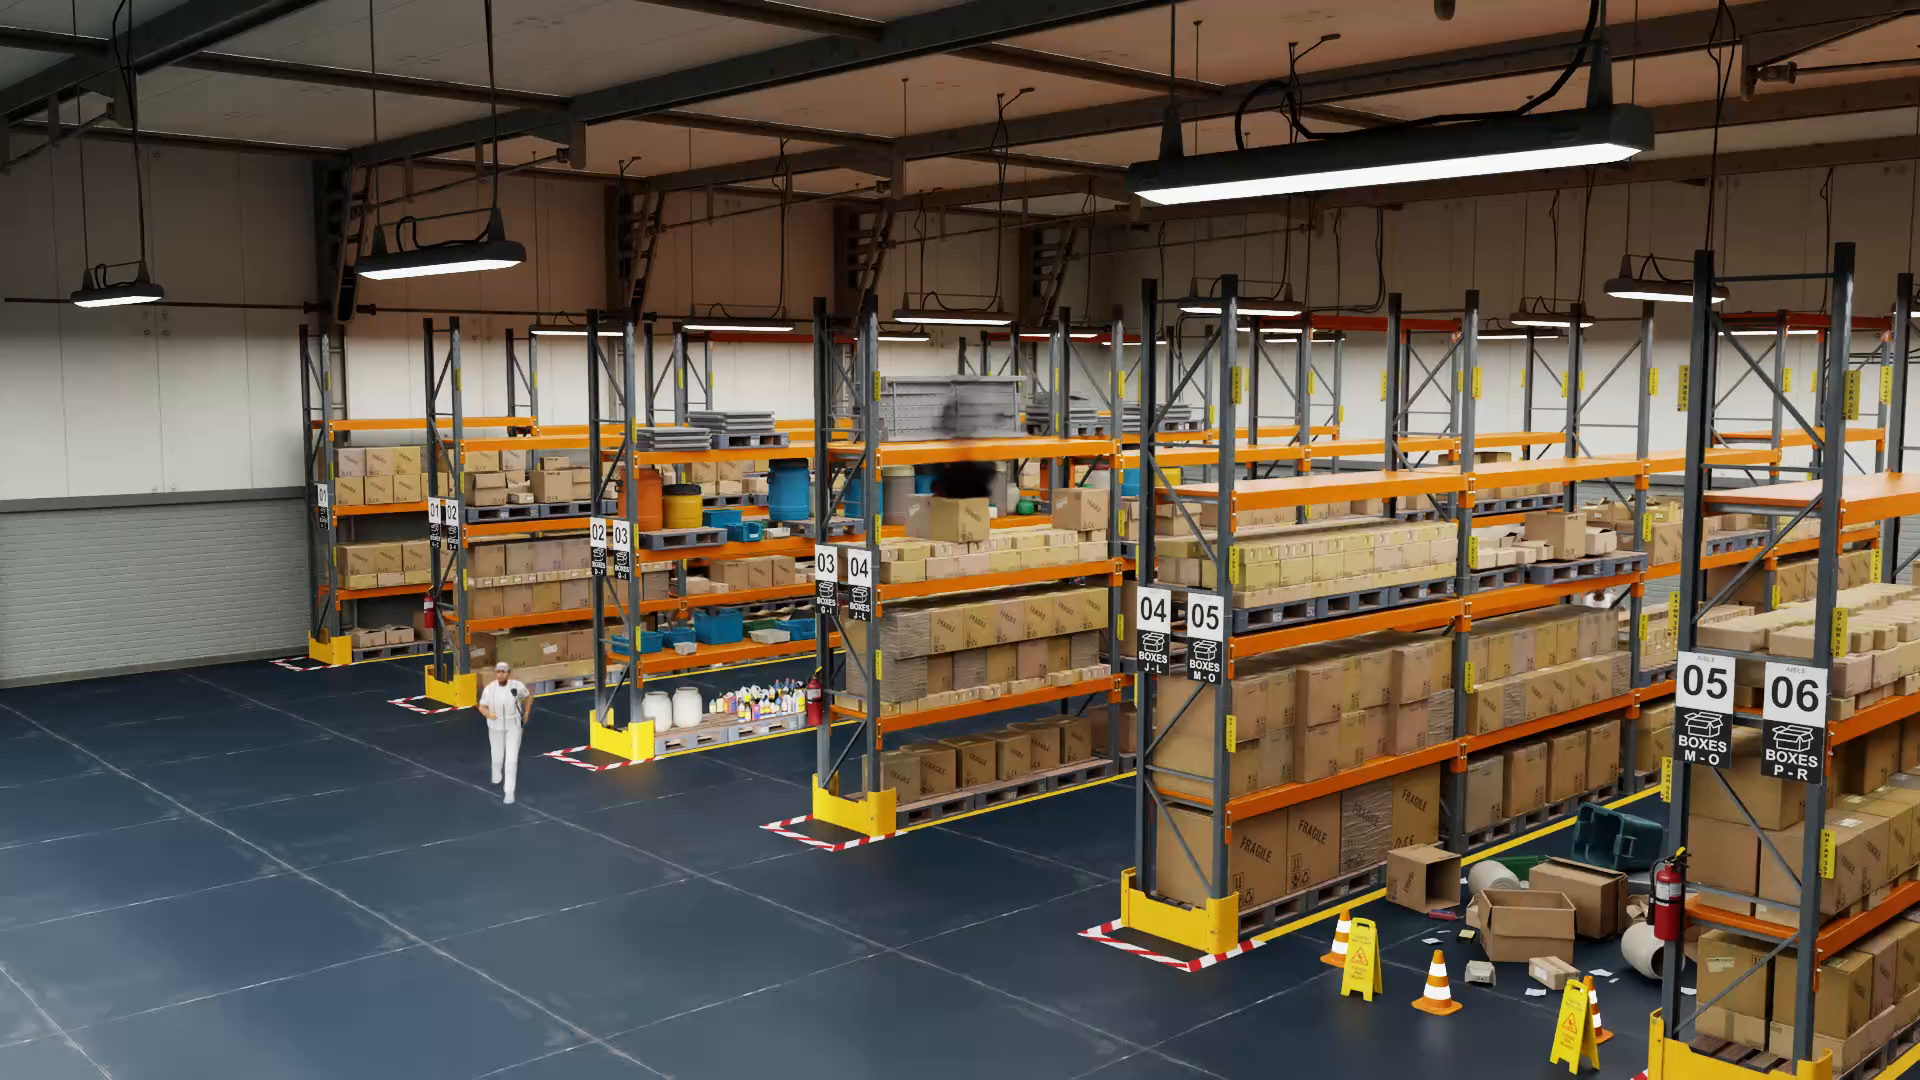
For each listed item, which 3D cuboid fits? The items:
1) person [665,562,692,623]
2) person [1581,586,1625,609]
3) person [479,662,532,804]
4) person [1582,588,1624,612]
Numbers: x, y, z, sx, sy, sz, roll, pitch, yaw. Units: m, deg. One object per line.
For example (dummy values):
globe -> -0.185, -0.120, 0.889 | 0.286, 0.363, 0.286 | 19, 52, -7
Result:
person -> -5.127, 1.242, 30.787 | 0.493, 1.700, 0.799 | 4, 7, 37
person -> 11.643, 1.284, 29.965 | 0.725, 1.748, 0.590 | -4, 7, -33
person -> -5.538, 2.303, 20.294 | 0.616, 1.678, 0.914 | -1, 6, -11
person -> 10.539, 1.518, 27.383 | 0.653, 1.791, 0.967 | 5, 8, 40
